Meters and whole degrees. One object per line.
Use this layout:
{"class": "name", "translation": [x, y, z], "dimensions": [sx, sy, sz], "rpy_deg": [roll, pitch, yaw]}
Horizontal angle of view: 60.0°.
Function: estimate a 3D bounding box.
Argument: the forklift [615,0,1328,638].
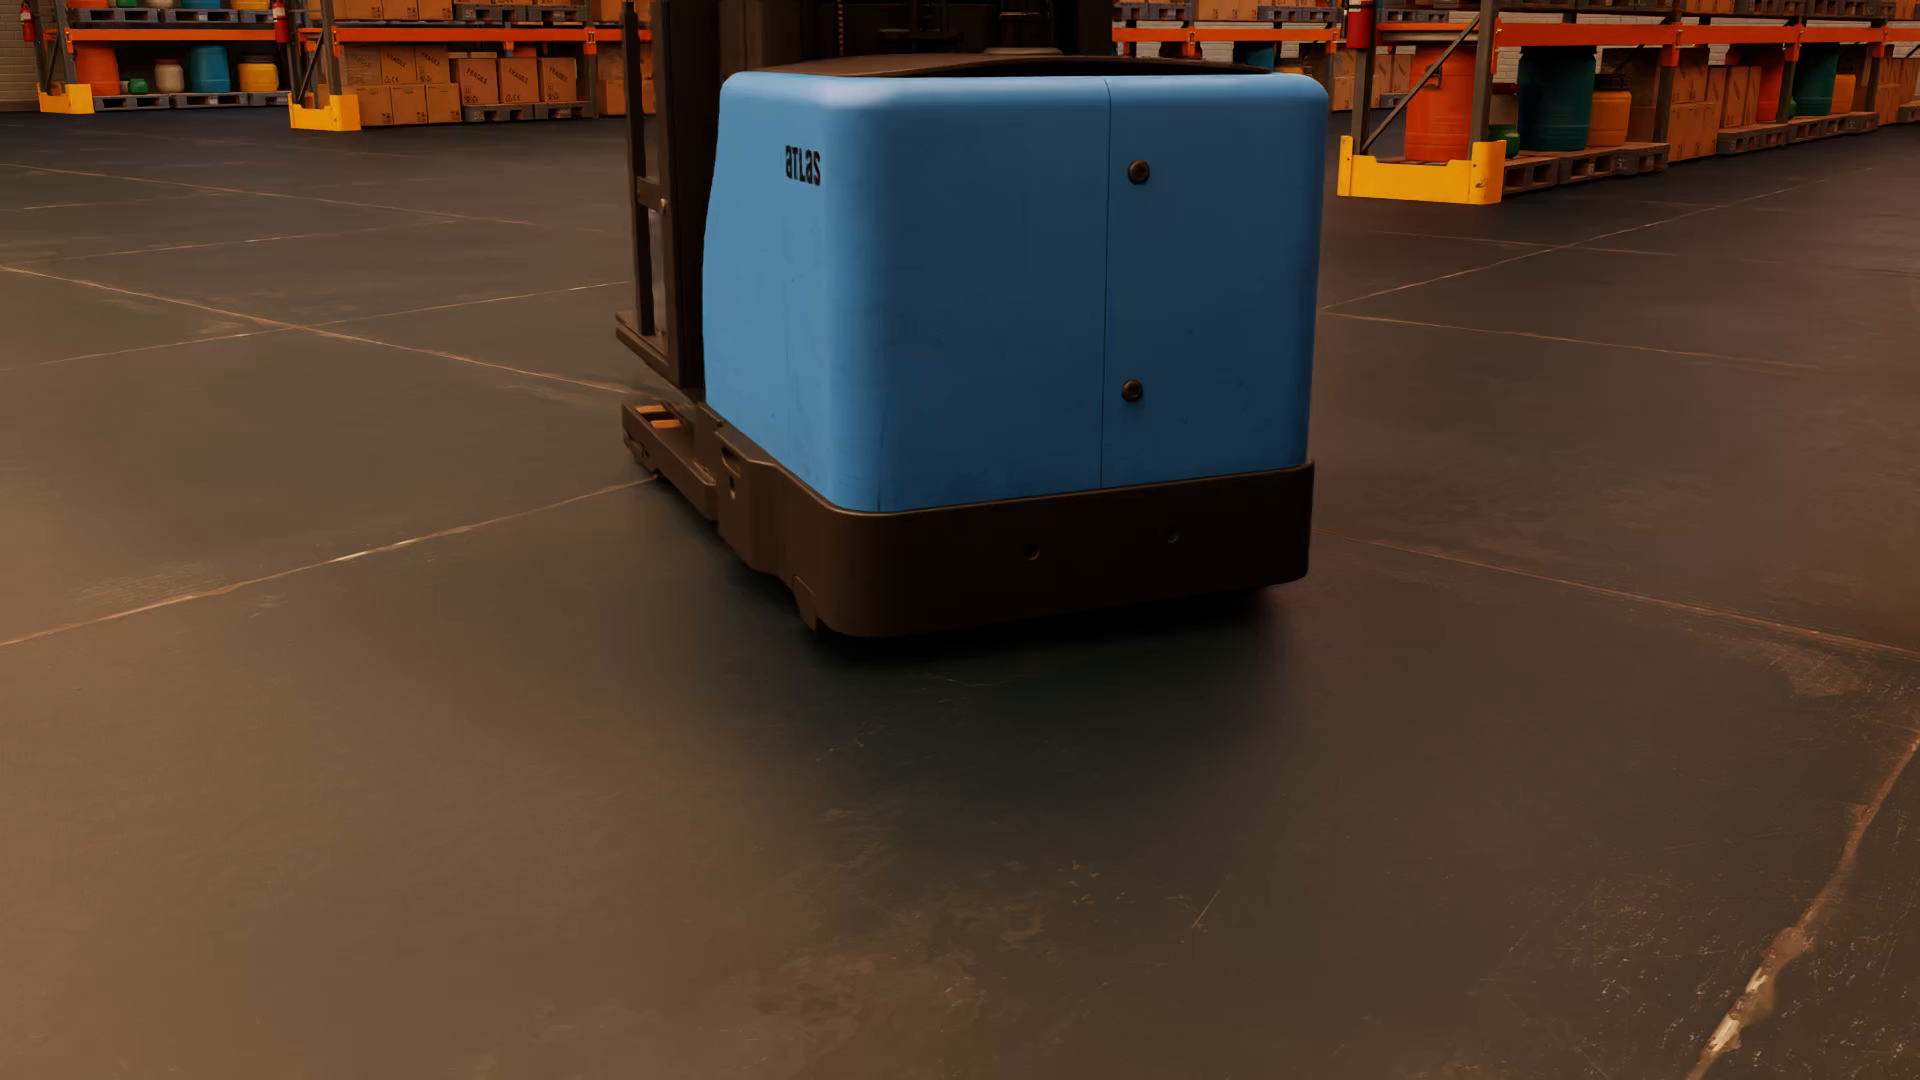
{"class": "forklift", "translation": [-0.301, -1.605, 4.183], "dimensions": [1.130, 2.935, 3.031], "rpy_deg": [-7, 18, -21]}
